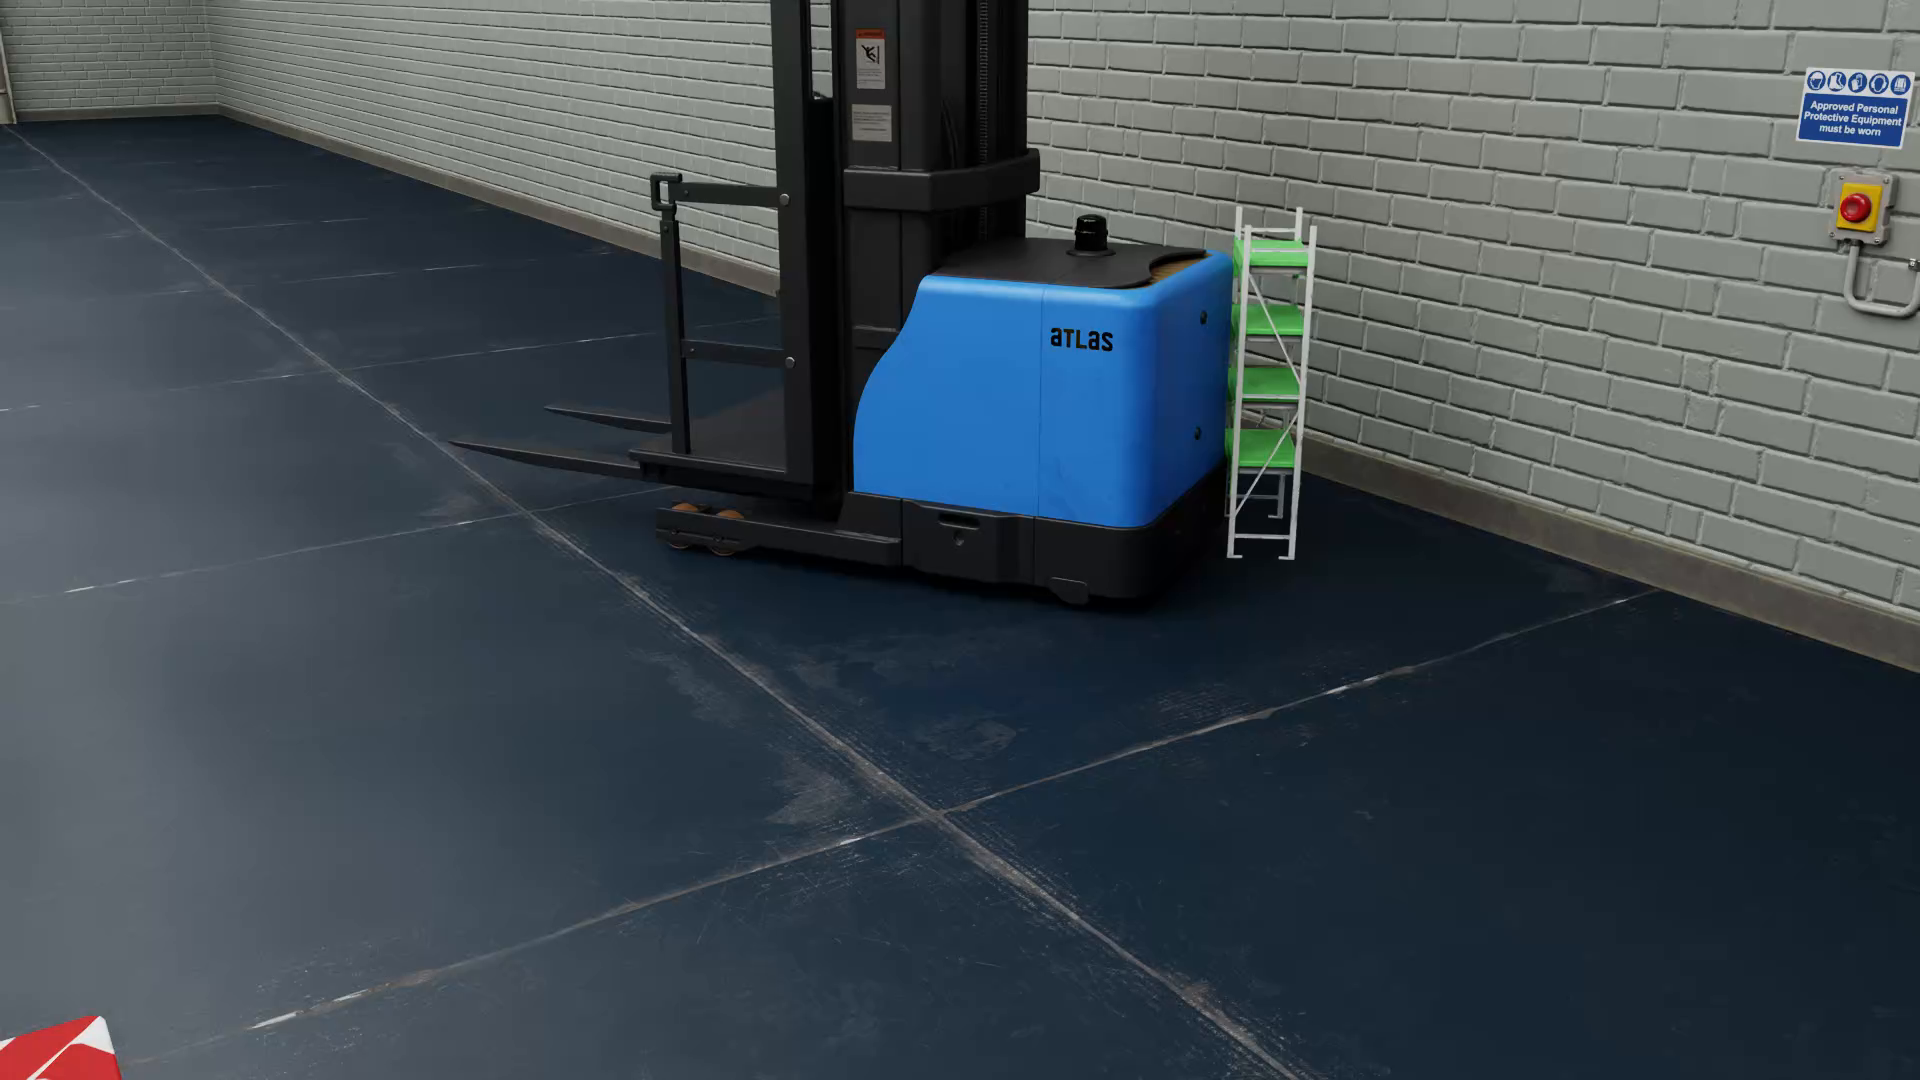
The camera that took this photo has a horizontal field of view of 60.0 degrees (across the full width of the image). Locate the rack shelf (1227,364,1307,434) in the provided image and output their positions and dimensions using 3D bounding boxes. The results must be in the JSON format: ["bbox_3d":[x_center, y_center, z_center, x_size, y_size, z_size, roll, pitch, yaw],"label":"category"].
[{"bbox_3d":[1.117,-0.519,6.107,0.258,0.148,0.480,2,19,5],"label":"rack shelf"}]

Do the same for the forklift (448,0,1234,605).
[{"bbox_3d":[-0.565,-1.472,6.023,3.031,2.935,1.130,8,20,23],"label":"forklift"}]

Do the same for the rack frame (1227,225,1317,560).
[{"bbox_3d":[1.093,-0.502,5.856,0.240,1.200,0.015,2,19,5],"label":"rack frame"}]

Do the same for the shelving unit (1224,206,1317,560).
[{"bbox_3d":[1.117,-0.580,6.086,0.258,1.200,0.503,2,19,5],"label":"shelving unit"}]

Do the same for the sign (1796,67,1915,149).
[{"bbox_3d":[2.653,-1.284,4.938,0.001,0.218,0.327,-12,22,-31],"label":"sign"}]

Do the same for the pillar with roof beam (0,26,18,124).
[{"bbox_3d":[-11.544,-9.156,19.277,0.400,9.000,9.100,-12,22,-31],"label":"pillar with roof beam"}]

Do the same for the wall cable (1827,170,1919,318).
[{"bbox_3d":[2.629,-1.629,4.743,0.123,1.953,0.585,-12,22,-31],"label":"wall cable"}]

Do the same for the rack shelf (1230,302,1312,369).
[{"bbox_3d":[1.117,-0.747,6.030,0.258,0.148,0.480,2,19,5],"label":"rack shelf"}]

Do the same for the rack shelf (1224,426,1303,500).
[{"bbox_3d":[1.117,-0.292,6.184,0.258,0.148,0.480,2,19,5],"label":"rack shelf"}]

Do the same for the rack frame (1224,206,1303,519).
[{"bbox_3d":[1.140,-0.658,6.316,0.240,1.200,0.015,2,19,5],"label":"rack frame"}]

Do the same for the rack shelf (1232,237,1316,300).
[{"bbox_3d":[1.117,-0.974,5.953,0.258,0.148,0.480,2,19,5],"label":"rack shelf"}]
